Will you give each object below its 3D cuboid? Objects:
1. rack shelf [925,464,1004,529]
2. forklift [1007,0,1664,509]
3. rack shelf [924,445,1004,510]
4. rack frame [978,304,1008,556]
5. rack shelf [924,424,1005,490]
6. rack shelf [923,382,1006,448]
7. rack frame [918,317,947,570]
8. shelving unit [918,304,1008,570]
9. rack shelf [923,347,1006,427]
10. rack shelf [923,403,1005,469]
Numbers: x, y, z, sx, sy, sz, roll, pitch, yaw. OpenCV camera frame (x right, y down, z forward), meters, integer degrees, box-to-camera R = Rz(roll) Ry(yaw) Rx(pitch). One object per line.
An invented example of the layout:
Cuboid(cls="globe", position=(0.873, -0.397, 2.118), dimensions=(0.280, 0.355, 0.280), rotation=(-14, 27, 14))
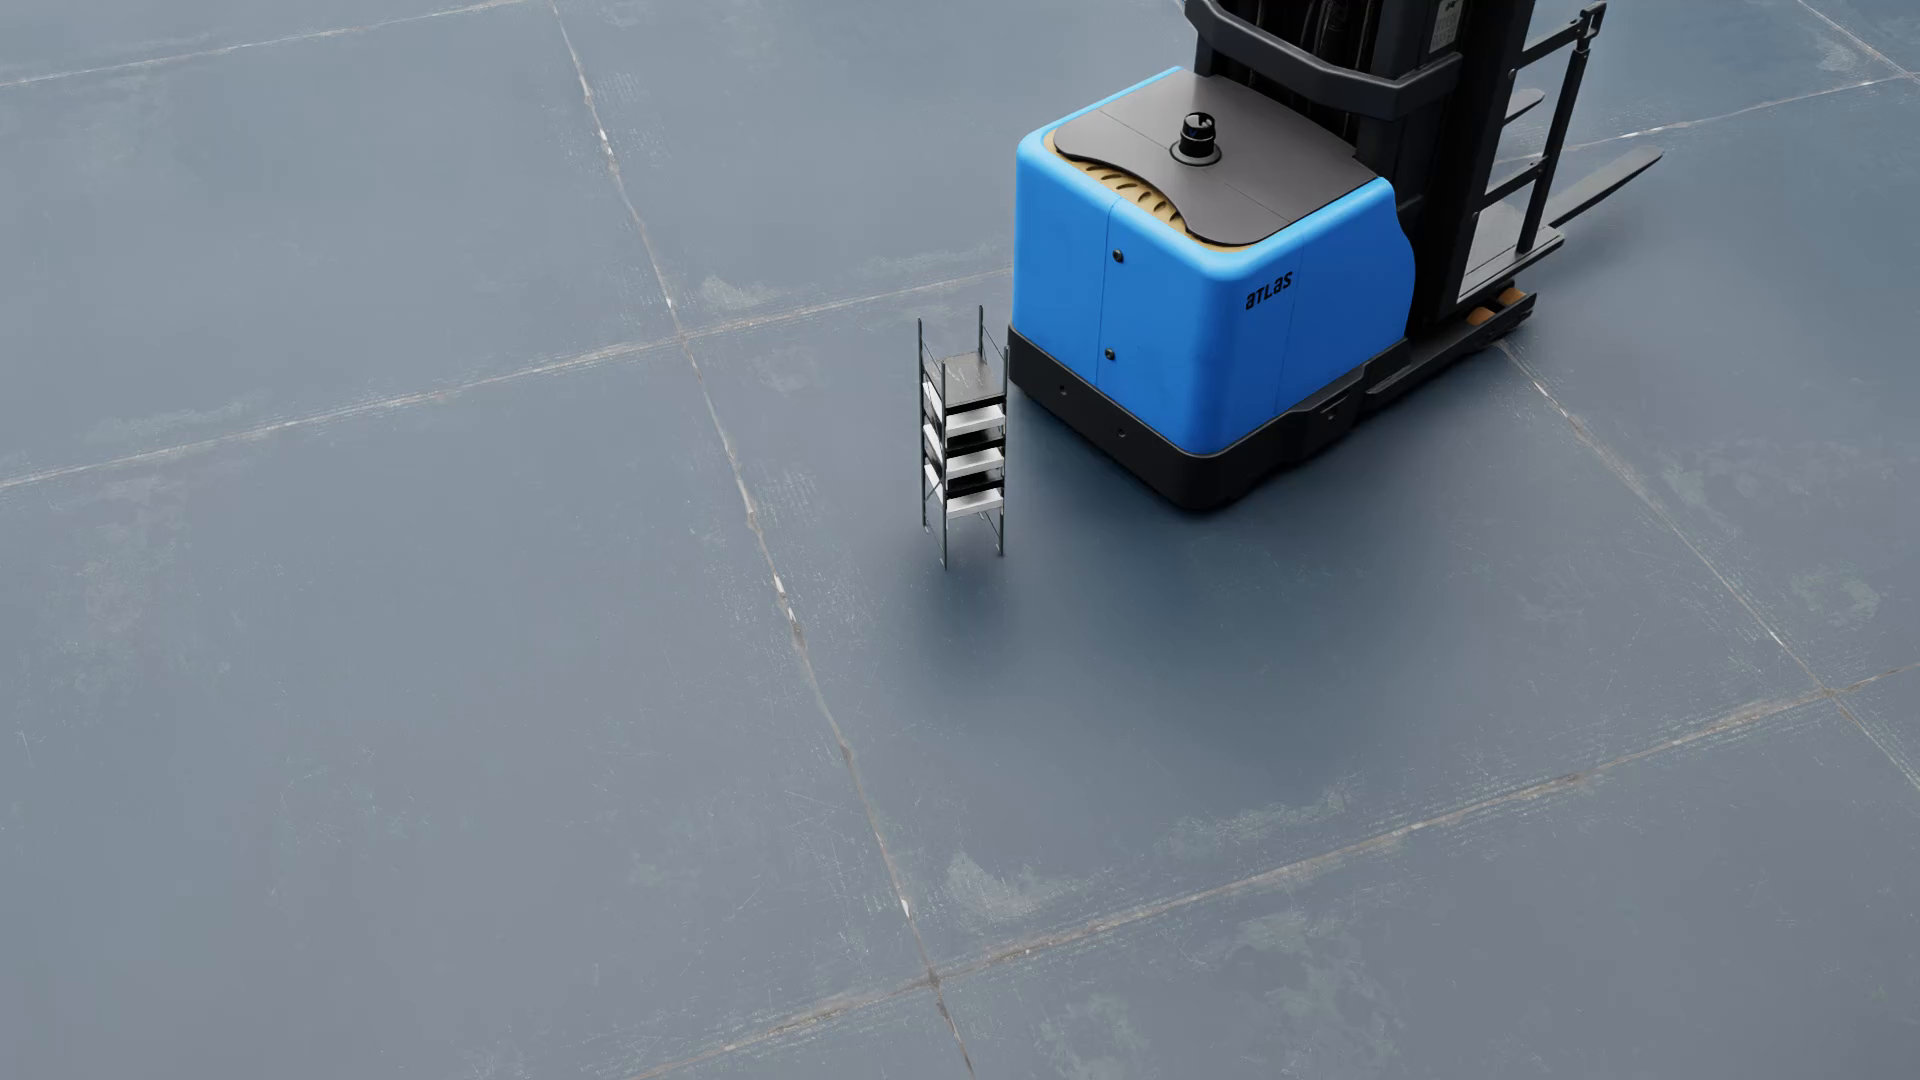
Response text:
Cuboid(cls="rack shelf", position=(0.008, -0.169, 5.584), dimensions=(0.200, 0.077, 0.258), rotation=(-14, 47, -14))
Cuboid(cls="forklift", position=(1.631, -2.033, 5.707), dimensions=(3.031, 2.935, 1.130), rotation=(-31, 53, -27))
Cuboid(cls="rack shelf", position=(0.008, -0.233, 5.521), dimensions=(0.200, 0.077, 0.258), rotation=(-14, 47, -14))
Cuboid(cls="rack frame", position=(0.103, -0.344, 5.458), dimensions=(0.006, 0.900, 0.240), rotation=(-14, 47, -14))
Cuboid(cls="rack shelf", position=(0.008, -0.296, 5.457), dimensions=(0.200, 0.077, 0.258), rotation=(-14, 47, -14))
Cuboid(cls="rack shelf", position=(0.008, -0.423, 5.329), dimensions=(0.200, 0.077, 0.258), rotation=(-14, 47, -14))
Cuboid(cls="rack frame", position=(-0.088, -0.295, 5.409), dimensions=(0.006, 0.900, 0.240), rotation=(-14, 47, -14))
Cuboid(cls="shelving unit", position=(0.008, -0.320, 5.433), dimensions=(0.210, 0.900, 0.258), rotation=(-14, 47, -14))
Cuboid(cls="rack shelf", position=(0.008, -0.487, 5.266), dimensions=(0.200, 0.077, 0.258), rotation=(-14, 47, -14))
Cuboid(cls="rack shelf", position=(0.008, -0.360, 5.393), dimensions=(0.200, 0.077, 0.258), rotation=(-14, 47, -14))
